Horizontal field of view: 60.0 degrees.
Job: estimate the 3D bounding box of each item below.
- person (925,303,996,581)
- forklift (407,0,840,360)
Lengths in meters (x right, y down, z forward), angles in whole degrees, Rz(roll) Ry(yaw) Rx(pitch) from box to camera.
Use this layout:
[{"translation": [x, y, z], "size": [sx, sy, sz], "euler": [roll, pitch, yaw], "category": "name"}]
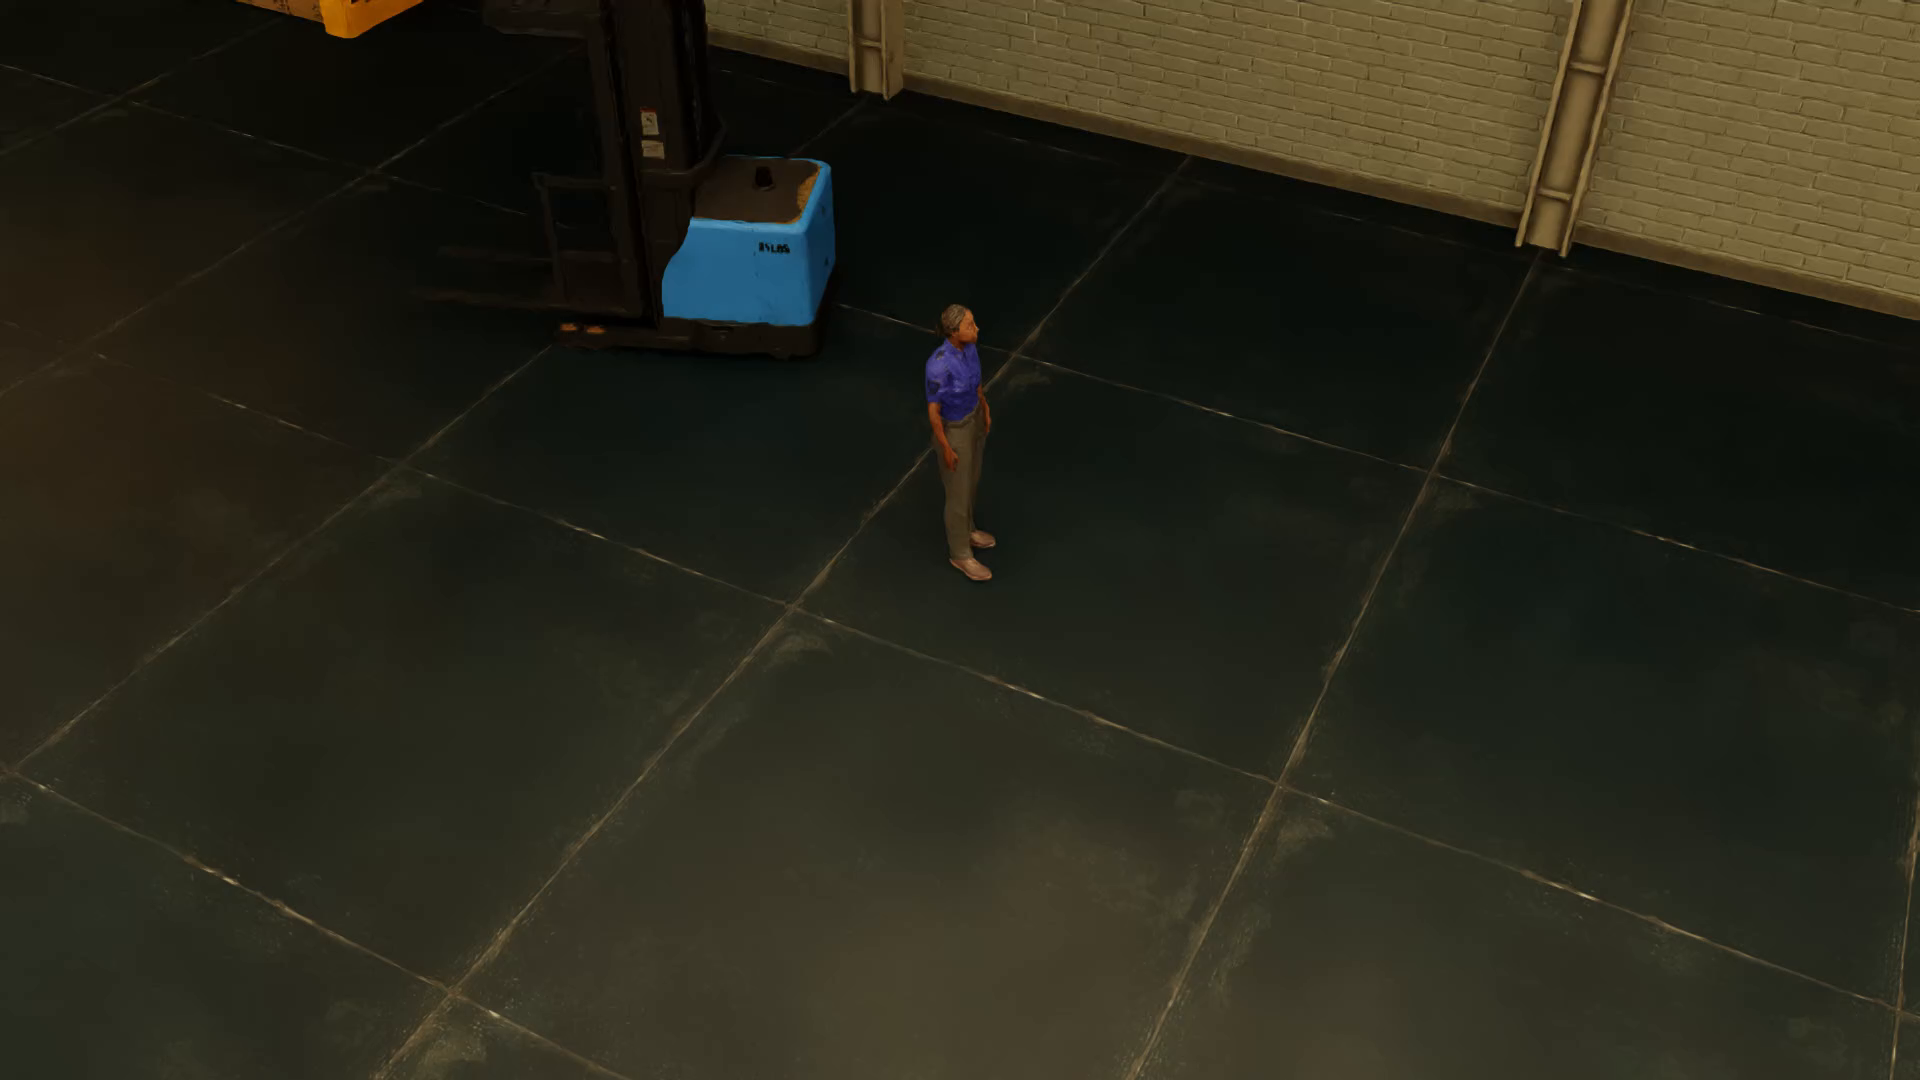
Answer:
[{"translation": [0.069, -0.601, 9.680], "size": [0.503, 1.654, 0.570], "euler": [18, 43, 21], "category": "person"}, {"translation": [-2.456, -2.814, 11.327], "size": [3.031, 2.935, 1.130], "euler": [5, 40, 6], "category": "forklift"}]
